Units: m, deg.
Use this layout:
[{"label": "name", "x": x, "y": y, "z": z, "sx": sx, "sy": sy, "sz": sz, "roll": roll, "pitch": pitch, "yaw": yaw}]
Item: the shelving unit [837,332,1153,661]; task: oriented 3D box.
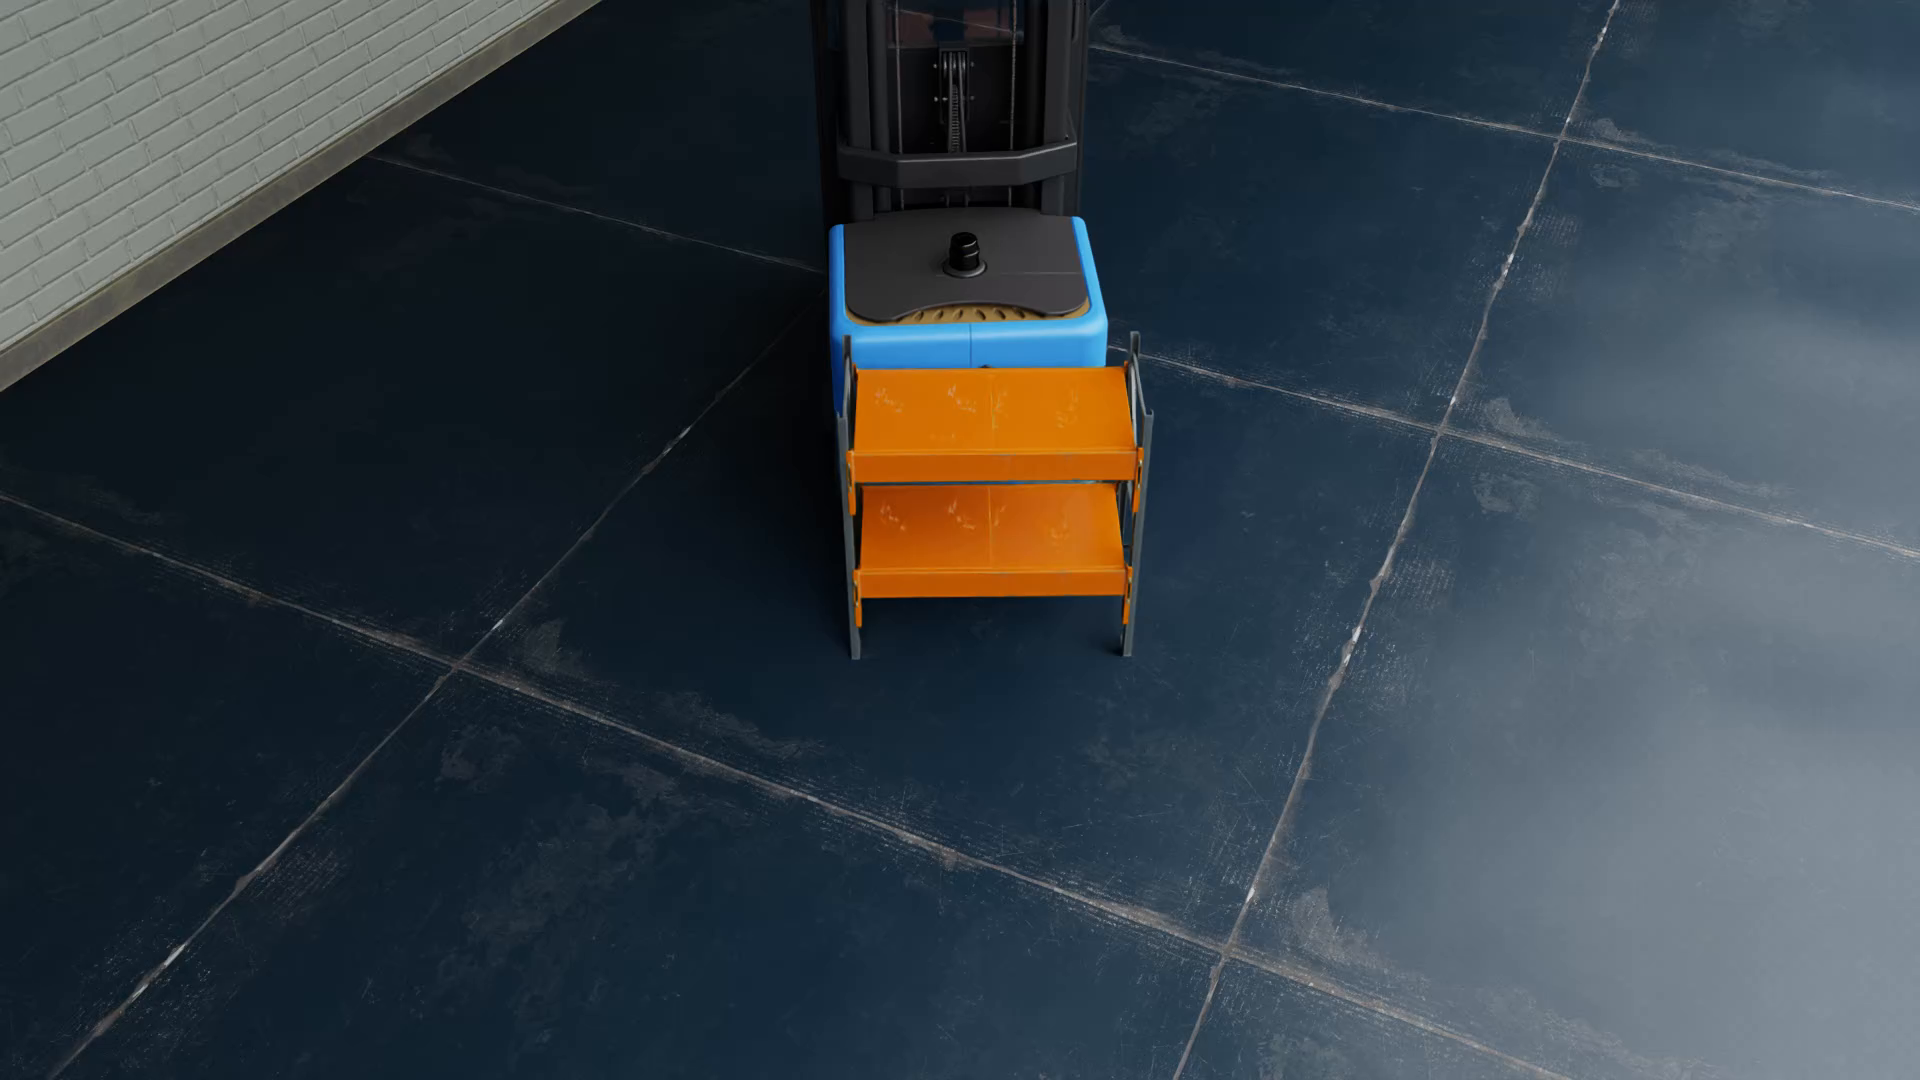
[{"label": "shelving unit", "x": 0.113, "y": -0.143, "z": 6.056, "sx": 1.048, "sy": 1.125, "sz": 0.538, "roll": -1, "pitch": 41, "yaw": -1}]

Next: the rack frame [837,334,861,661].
[{"label": "rack frame", "x": -0.395, "y": -0.137, "z": 6.050, "sx": 0.032, "sy": 1.125, "sz": 0.500, "roll": -1, "pitch": 41, "yaw": -1}]

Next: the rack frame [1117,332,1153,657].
[{"label": "rack frame", "x": 0.621, "y": -0.148, "z": 6.062, "sx": 0.032, "sy": 1.125, "sz": 0.500, "roll": -1, "pitch": 41, "yaw": -1}]

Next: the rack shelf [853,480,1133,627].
[{"label": "rack shelf", "x": 0.113, "y": 0.042, "z": 6.216, "sx": 1.000, "sy": 0.278, "sz": 0.538, "roll": -1, "pitch": 41, "yaw": -1}]

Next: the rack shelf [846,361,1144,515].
[{"label": "rack shelf", "x": 0.113, "y": -0.364, "z": 5.864, "sx": 1.000, "sy": 0.278, "sz": 0.538, "roll": -1, "pitch": 41, "yaw": -1}]

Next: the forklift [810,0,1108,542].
[{"label": "forklift", "x": -0.055, "y": -2.028, "z": 6.851, "sx": 1.130, "sy": 2.935, "sz": 3.031, "roll": -2, "pitch": 41, "yaw": -3}]
